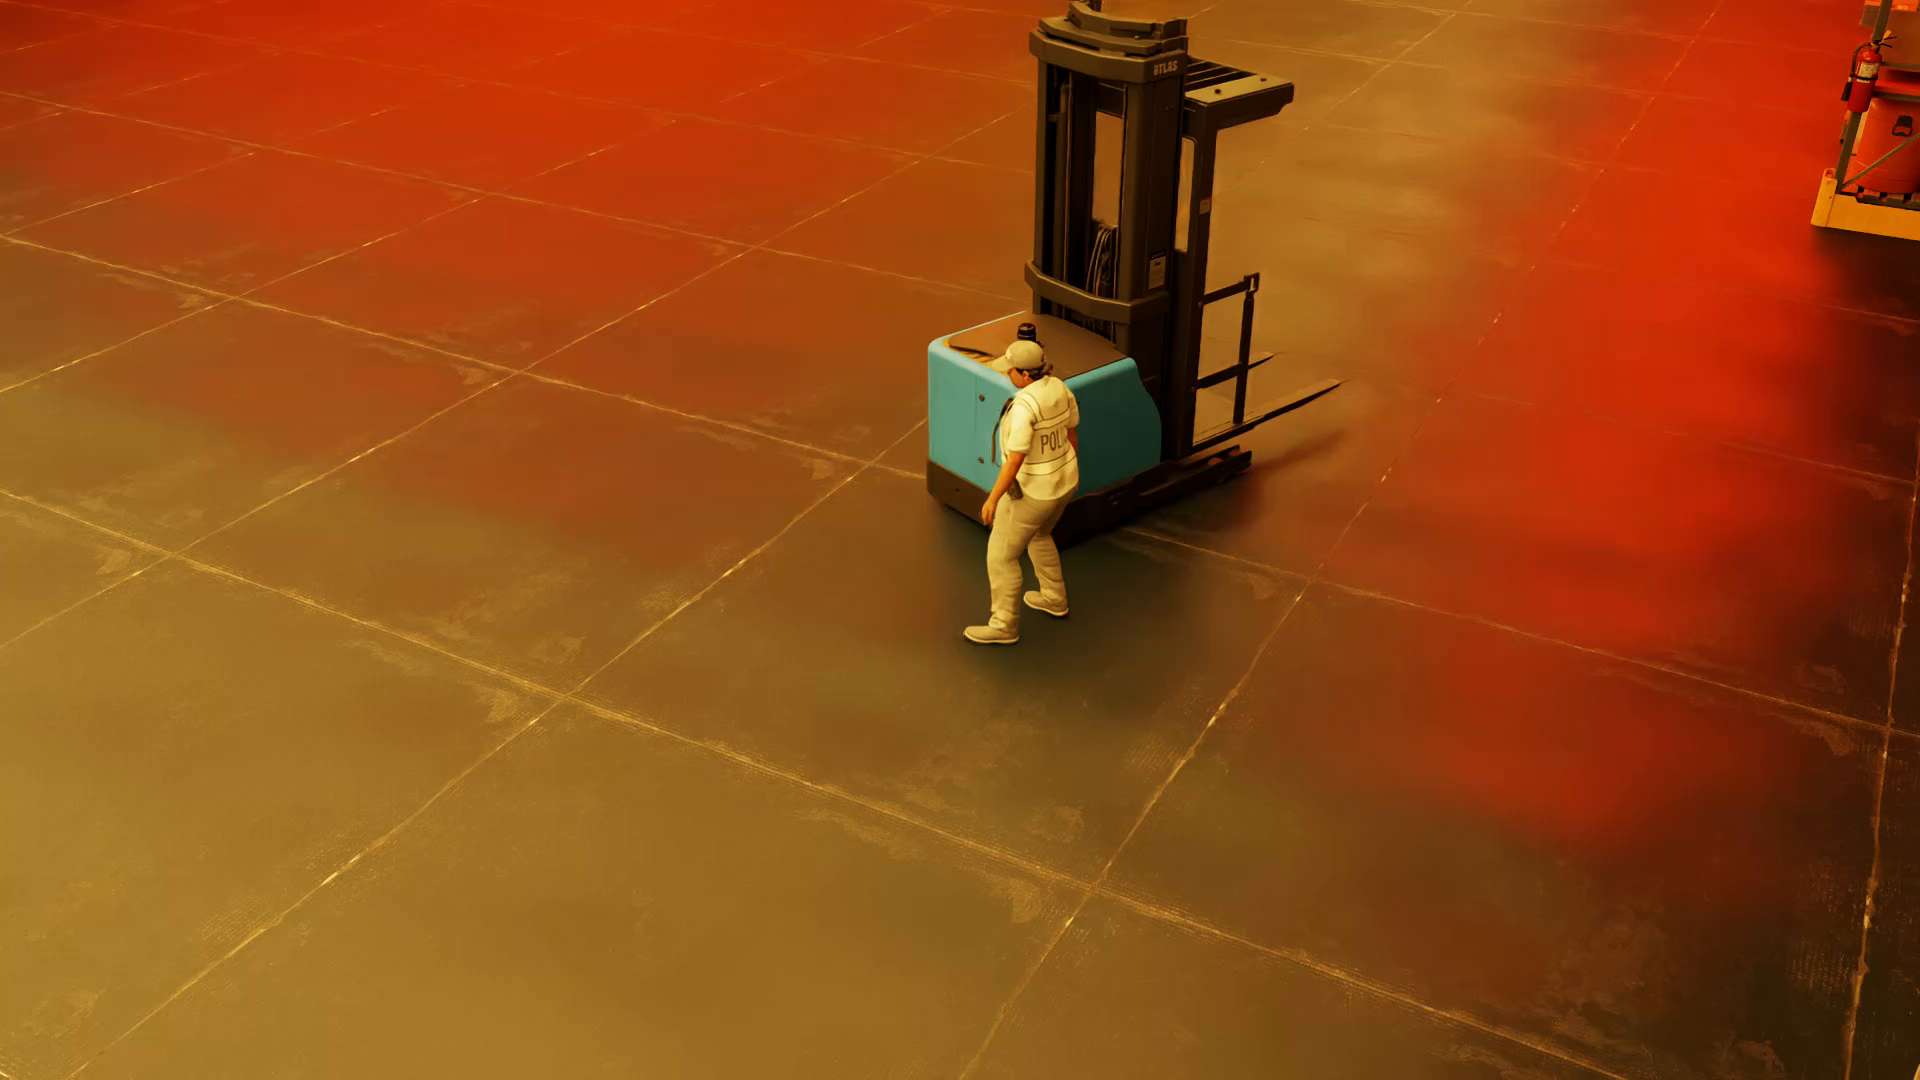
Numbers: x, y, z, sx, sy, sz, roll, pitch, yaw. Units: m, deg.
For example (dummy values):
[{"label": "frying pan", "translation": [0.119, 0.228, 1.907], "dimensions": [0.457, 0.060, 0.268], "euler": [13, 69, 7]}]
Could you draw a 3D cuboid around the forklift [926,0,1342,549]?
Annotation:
[{"label": "forklift", "translation": [1.250, -1.811, 10.208], "dimensions": [3.031, 2.935, 1.130], "euler": [-22, 37, -34]}]

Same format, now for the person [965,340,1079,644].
[{"label": "person", "translation": [0.363, -0.279, 8.853], "dimensions": [0.451, 1.641, 0.752], "euler": [18, 35, 28]}]
